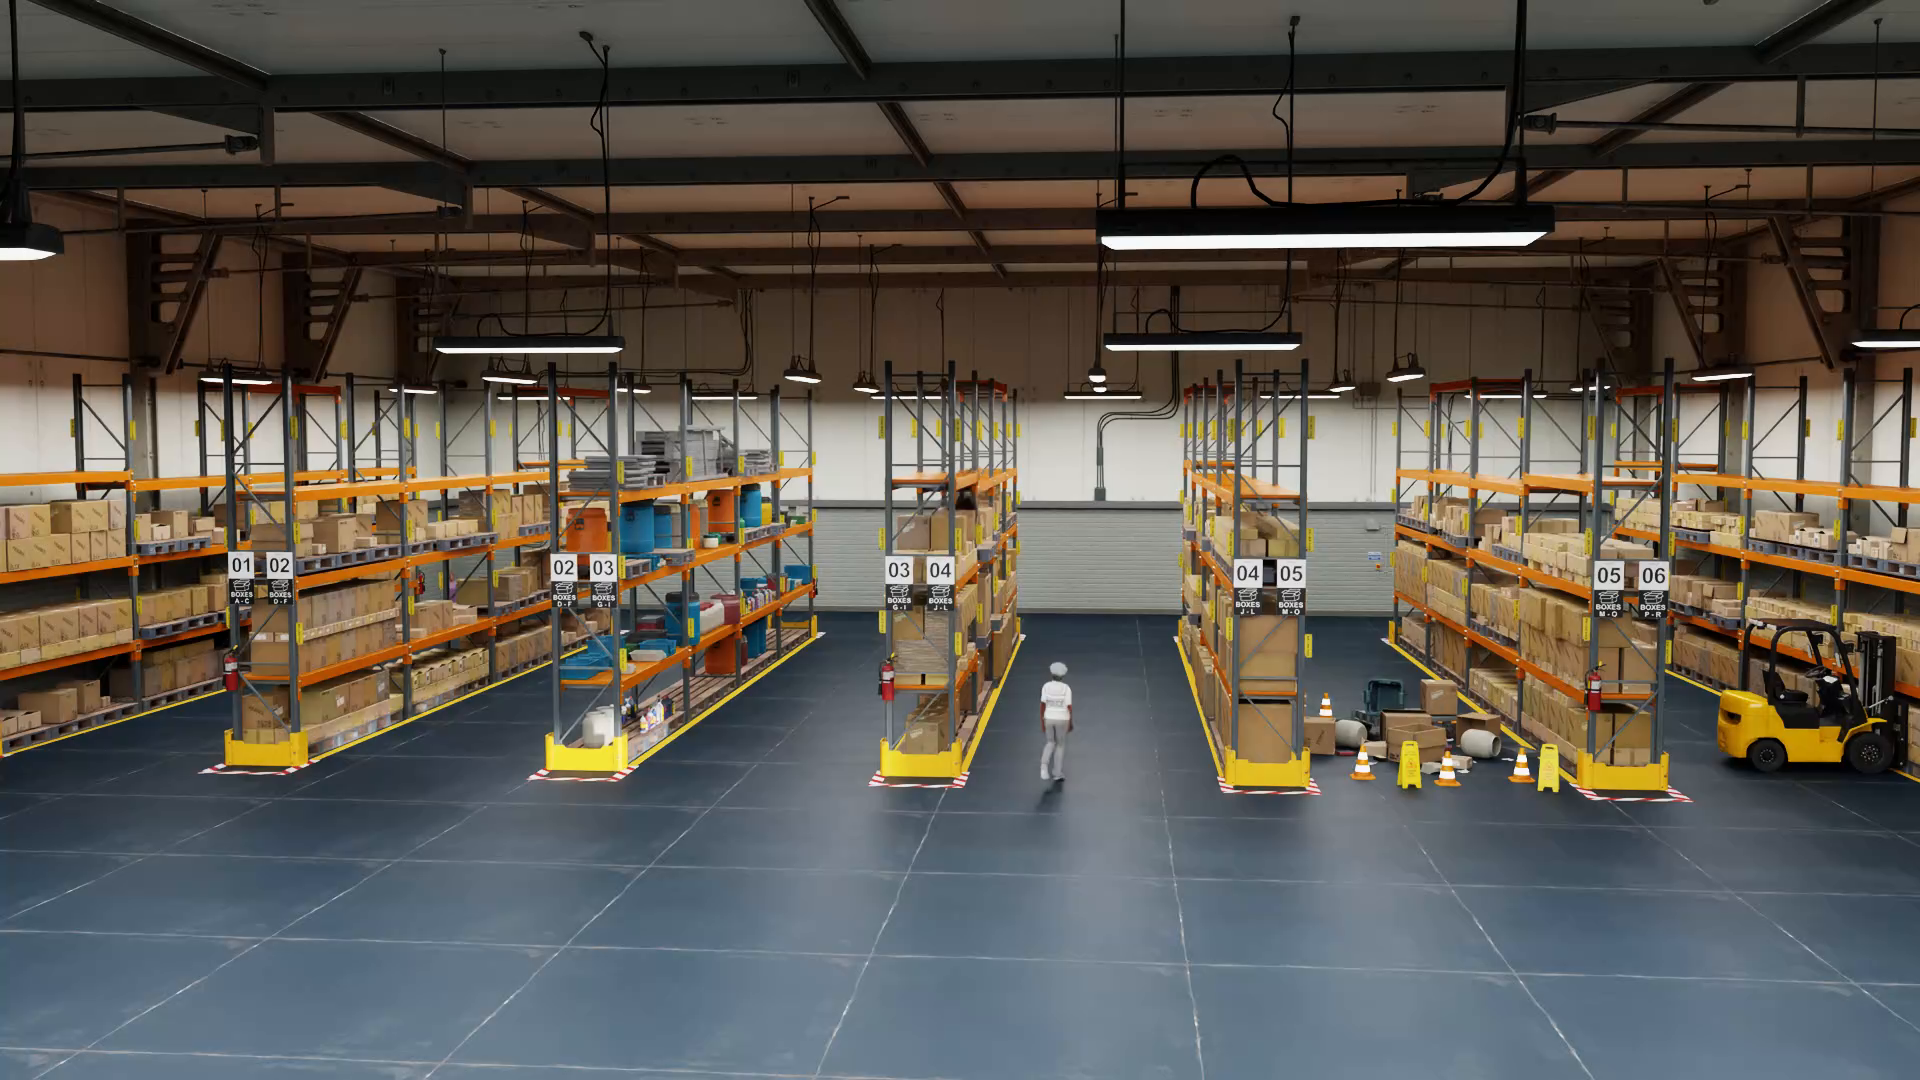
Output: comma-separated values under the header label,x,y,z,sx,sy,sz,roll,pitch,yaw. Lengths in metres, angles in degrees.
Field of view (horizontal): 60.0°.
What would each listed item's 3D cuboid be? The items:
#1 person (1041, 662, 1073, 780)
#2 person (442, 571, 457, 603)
label,x,y,z,sx,sy,sz,roll,pitch,yaw
person,1.378,2.584,23.701,0.454,1.689,0.466,2,4,29
person,-12.396,1.540,40.566,0.448,1.560,0.703,0,4,-2
